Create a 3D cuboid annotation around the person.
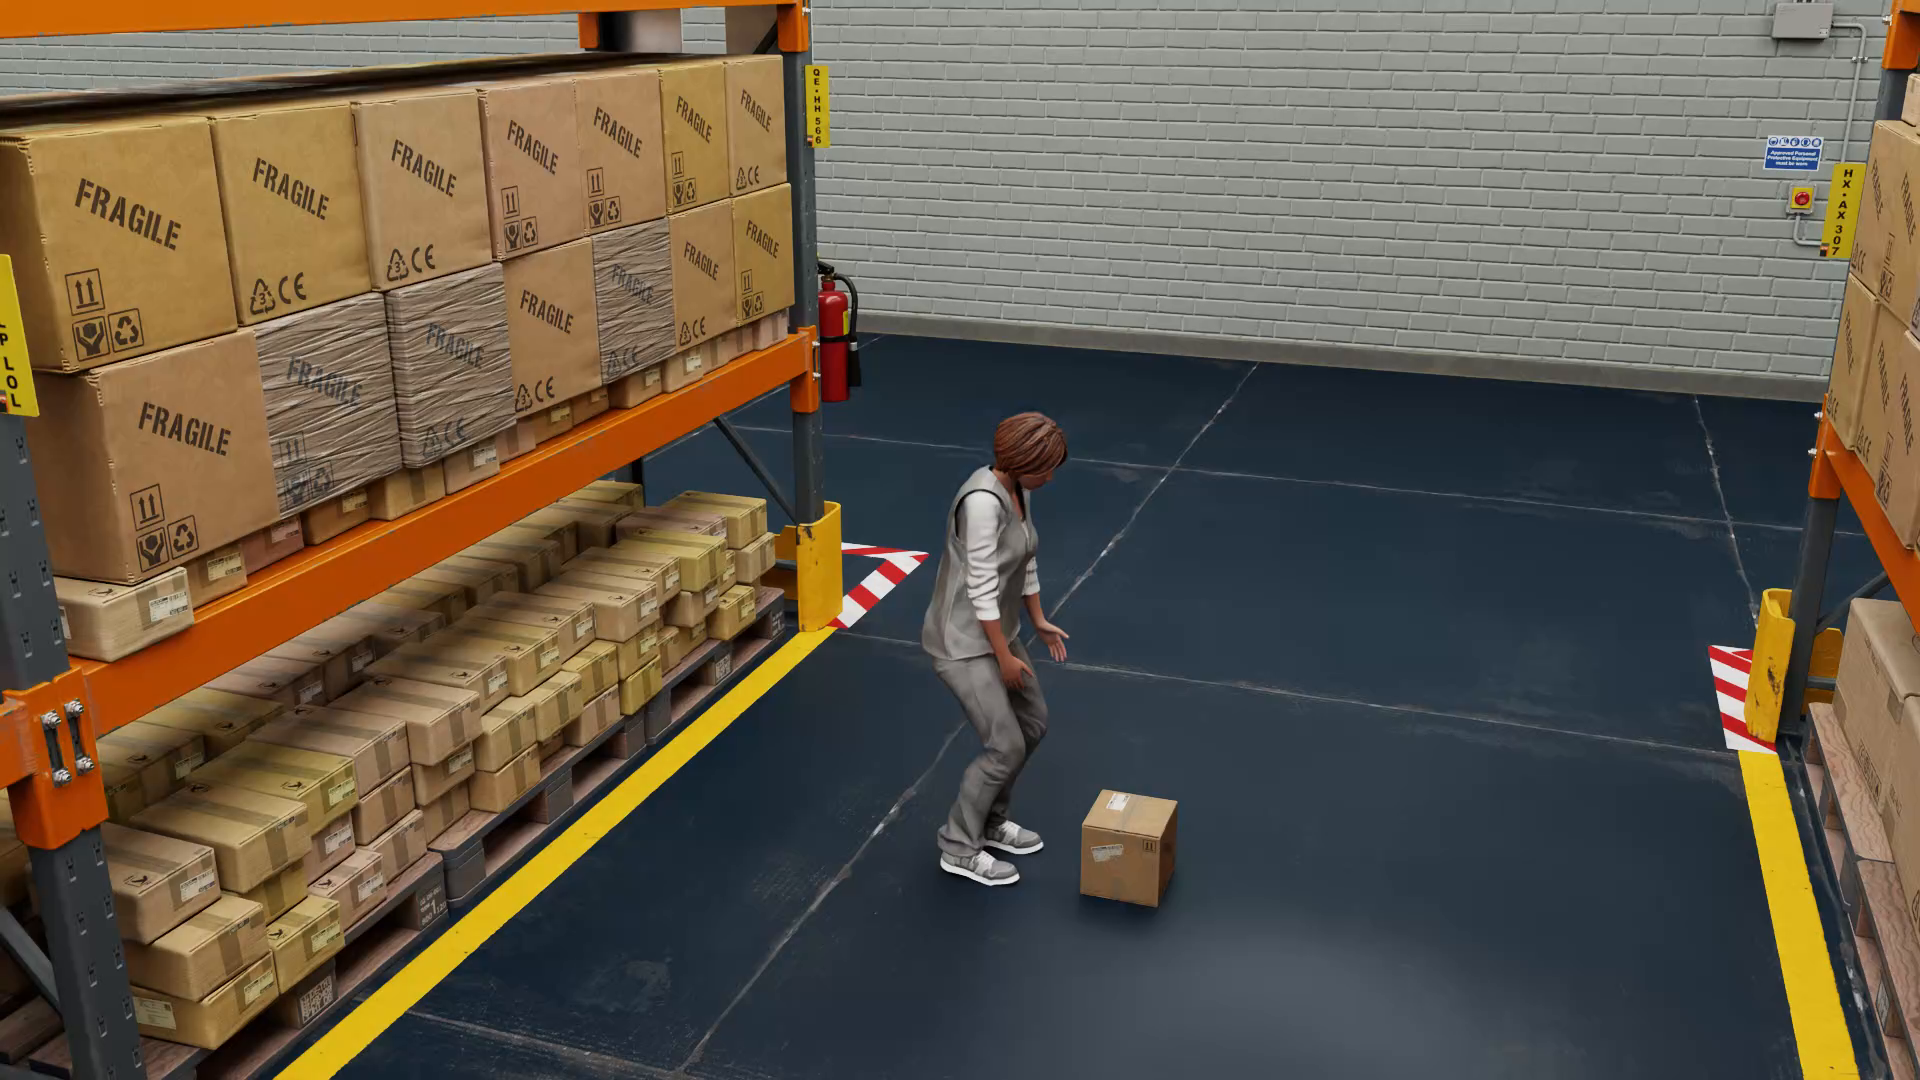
[{"bbox_3d":[0.113,0.326,5.253,0.437,1.526,0.437,7,20,19],"label":"person"}]
